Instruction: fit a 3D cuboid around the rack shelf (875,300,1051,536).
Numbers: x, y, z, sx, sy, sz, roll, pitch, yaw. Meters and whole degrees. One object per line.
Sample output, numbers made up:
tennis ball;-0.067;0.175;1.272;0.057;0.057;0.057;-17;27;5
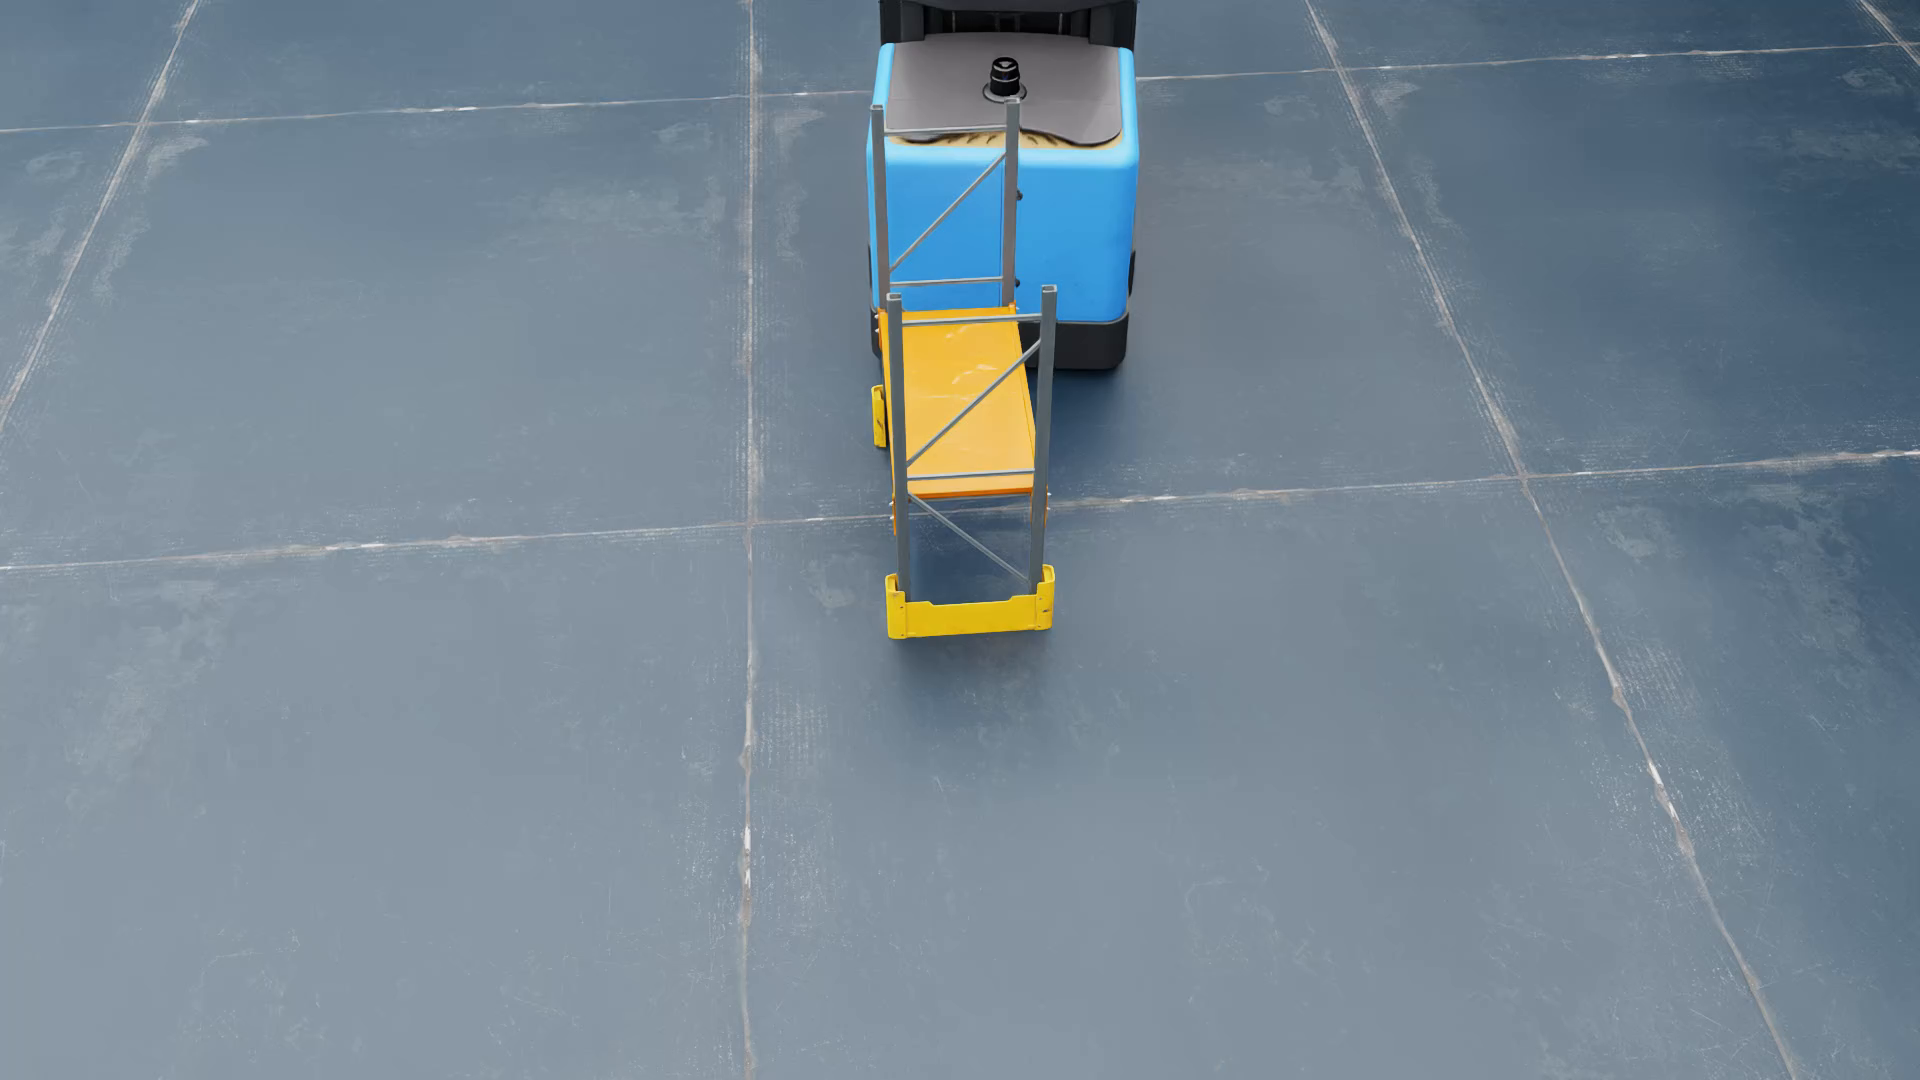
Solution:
rack shelf;-0.007;-0.454;5.895;0.538;0.185;1.000;-3;47;-3

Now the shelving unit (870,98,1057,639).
shelving unit;-0.006;-0.571;5.758;0.587;1.500;1.083;-3;47;-3

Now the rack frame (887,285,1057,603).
rack frame;0.035;-0.210;5.416;0.500;1.500;0.032;-3;47;-3

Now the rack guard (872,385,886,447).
rack guard;-0.048;-0.501;6.553;0.587;0.250;0.087;-3;47;-3

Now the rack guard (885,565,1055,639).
rack guard;0.035;0.219;5.870;0.587;0.250;0.087;-3;47;-3

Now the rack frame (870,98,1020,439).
rack frame;-0.050;-0.945;6.112;0.500;1.500;0.032;-3;47;-3

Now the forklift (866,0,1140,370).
forklift;0.213;-2.766;6.851;1.130;2.935;3.031;2;47;1
